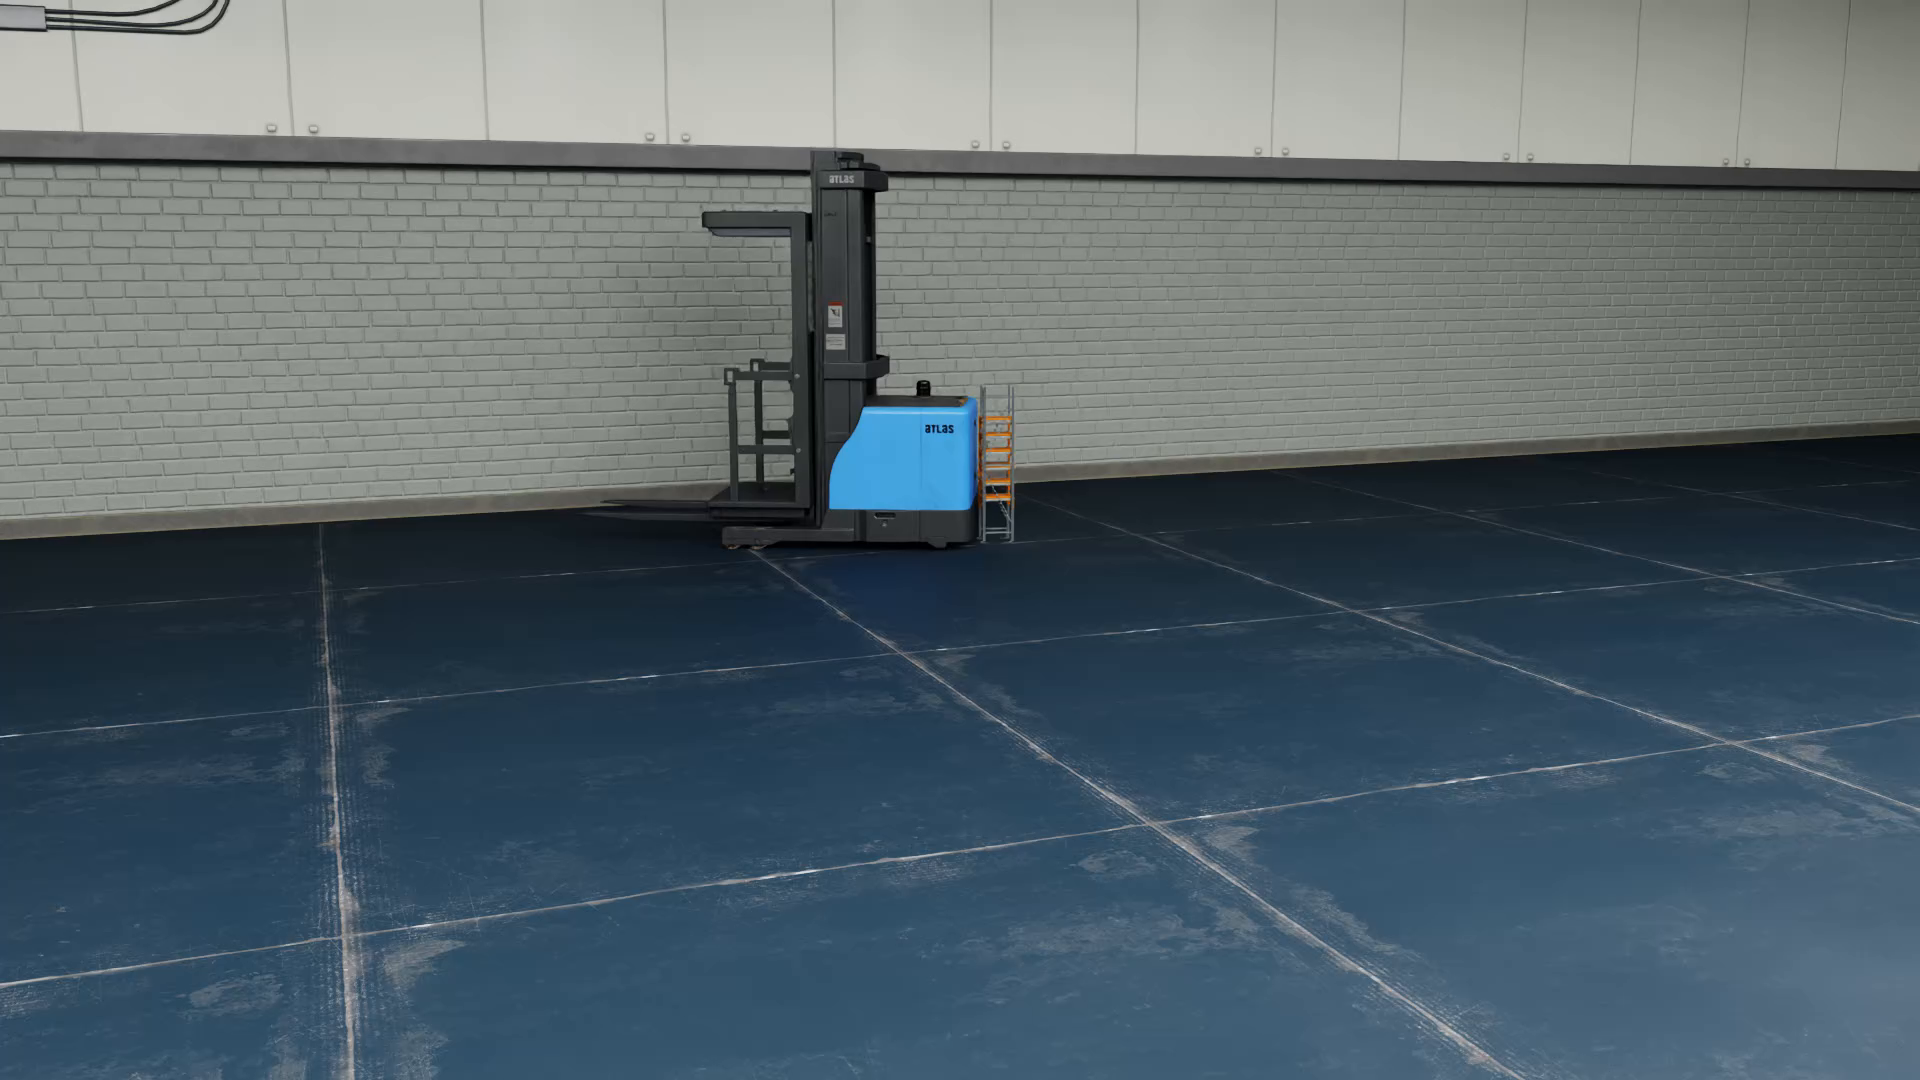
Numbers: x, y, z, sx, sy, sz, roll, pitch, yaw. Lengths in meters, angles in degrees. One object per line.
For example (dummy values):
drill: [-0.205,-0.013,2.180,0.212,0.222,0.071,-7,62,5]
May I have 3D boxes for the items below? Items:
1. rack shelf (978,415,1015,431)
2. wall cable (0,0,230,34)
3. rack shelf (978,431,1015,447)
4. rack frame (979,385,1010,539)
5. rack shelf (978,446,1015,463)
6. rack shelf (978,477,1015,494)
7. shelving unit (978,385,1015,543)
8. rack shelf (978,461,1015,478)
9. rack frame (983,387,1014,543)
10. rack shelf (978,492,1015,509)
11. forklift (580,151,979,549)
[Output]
rack shelf: [0.280,-0.894,12.717,0.258,0.103,0.180,-1,10,-8]
wall cable: [-6.678,-6.151,12.091,2.305,6.003,0.169,-4,11,-21]
rack shelf: [0.280,-0.776,12.738,0.258,0.103,0.180,-1,10,-8]
rack frame: [0.267,-0.599,12.861,0.240,1.200,0.006,-1,10,-8]
rack shelf: [0.280,-0.657,12.759,0.258,0.103,0.180,-1,10,-8]
rack shelf: [0.280,-0.421,12.801,0.258,0.103,0.180,-1,10,-8]
shelving unit: [0.280,-0.583,12.772,0.258,1.200,0.189,-1,10,-8]
rack shelf: [0.280,-0.539,12.780,0.258,0.103,0.180,-1,10,-8]
rack frame: [0.293,-0.567,12.683,0.240,1.200,0.006,-1,10,-8]
rack shelf: [0.280,-0.303,12.822,0.258,0.103,0.180,-1,10,-8]
forklift: [-1.392,-1.464,12.781,3.031,2.935,1.130,1,10,4]
